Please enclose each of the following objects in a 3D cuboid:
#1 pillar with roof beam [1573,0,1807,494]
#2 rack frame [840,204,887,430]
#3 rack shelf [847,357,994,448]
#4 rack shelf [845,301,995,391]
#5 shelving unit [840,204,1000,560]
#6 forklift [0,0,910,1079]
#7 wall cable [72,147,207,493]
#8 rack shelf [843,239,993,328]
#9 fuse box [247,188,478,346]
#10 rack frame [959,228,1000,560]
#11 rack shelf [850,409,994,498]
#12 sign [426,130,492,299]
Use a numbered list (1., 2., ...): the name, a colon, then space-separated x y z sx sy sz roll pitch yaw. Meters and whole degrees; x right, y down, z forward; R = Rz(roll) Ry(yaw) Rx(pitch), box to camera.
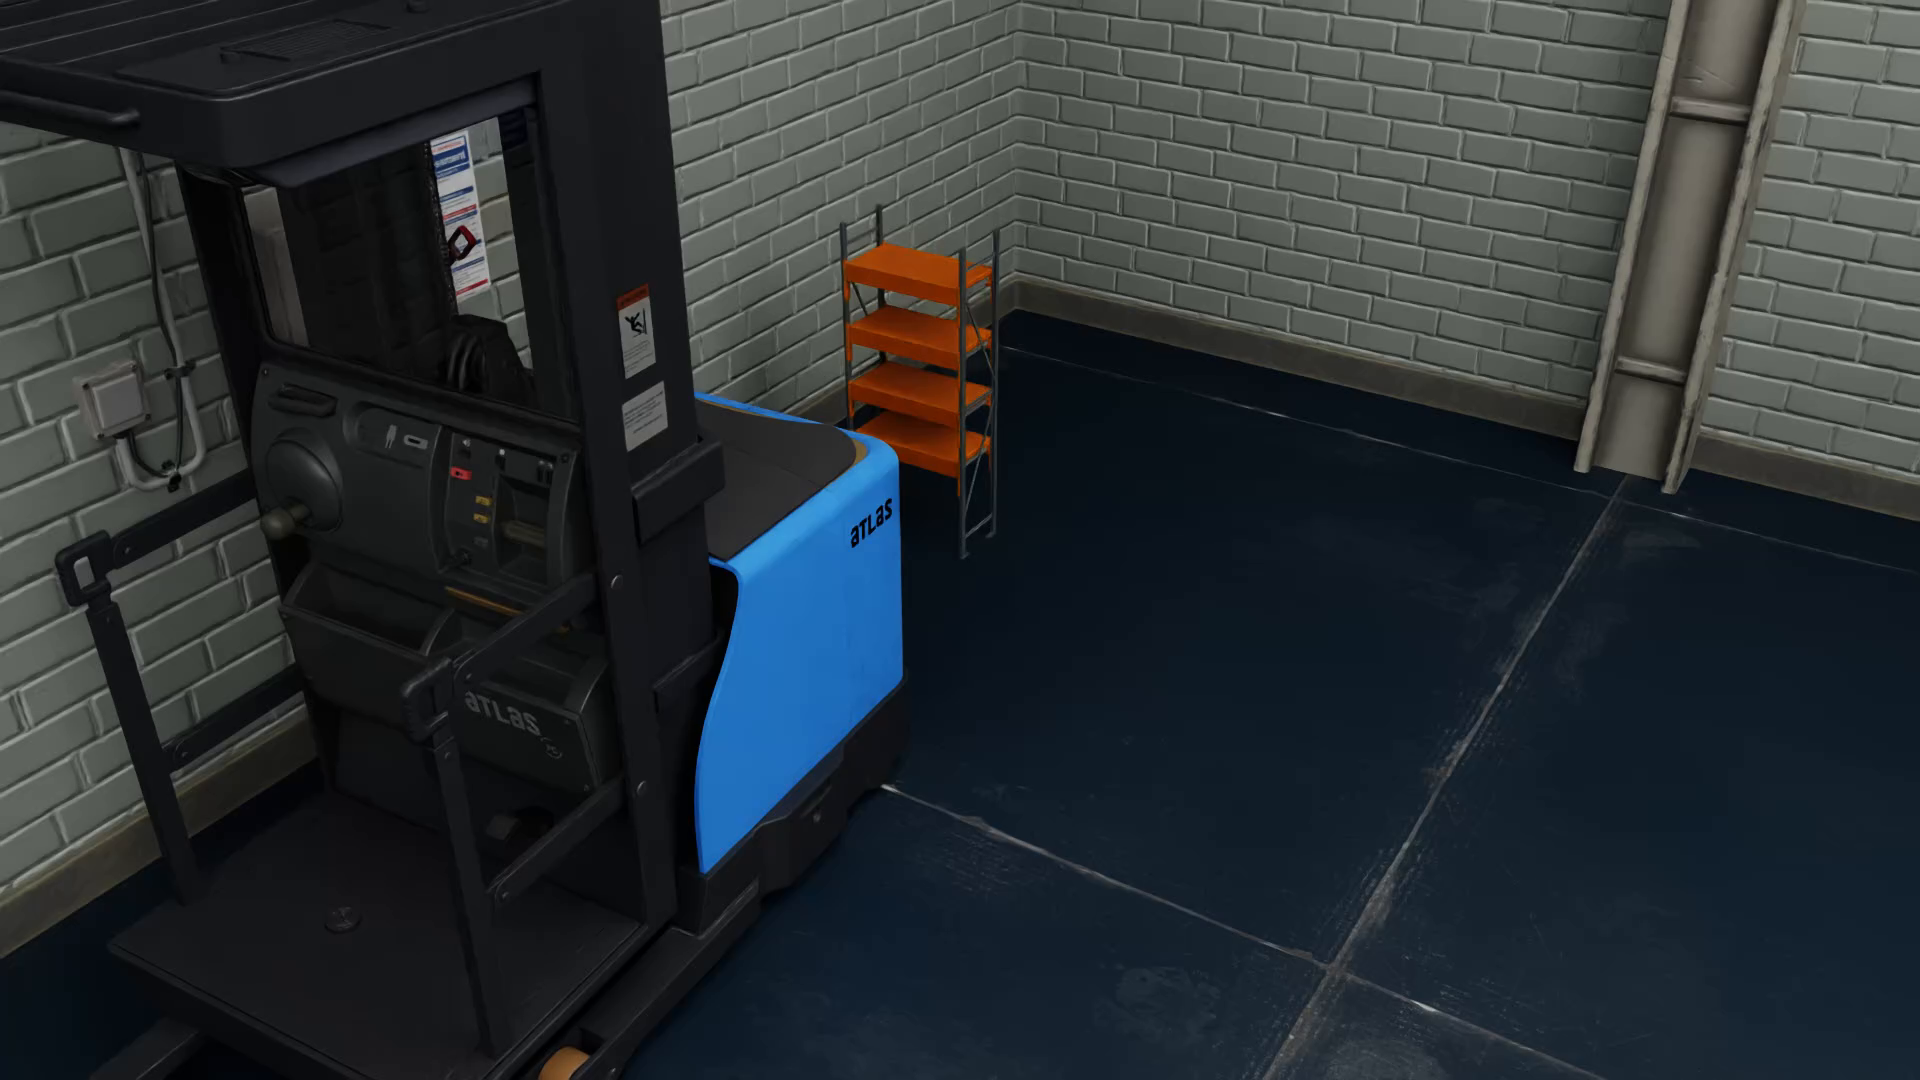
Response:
1. pillar with roof beam: 0.442 -2.346 1.342 0.400 9.000 9.100 18 35 27
2. rack frame: -0.347 -0.628 6.136 0.015 1.200 0.240 18 35 27
3. rack shelf: -0.140 -0.504 6.058 0.480 0.148 0.258 18 35 27
4. rack shelf: -0.140 -0.698 5.945 0.480 0.148 0.258 18 35 27
5. shelving unit: -0.140 -0.563 6.024 0.503 1.200 0.258 18 35 27
6. forklift: -1.310 -0.080 3.478 1.130 2.935 3.031 16 34 25
7. wall cable: -2.144 -0.914 3.831 0.122 1.984 0.588 18 35 27
8. rack shelf: -0.140 -0.902 5.826 0.480 0.148 0.258 18 35 27
9. fuse box: -1.648 -0.167 4.839 0.414 1.711 0.539 18 35 27
10. rack frame: 0.066 -0.497 5.912 0.015 1.200 0.240 18 35 27
11. rack shelf: -0.140 -0.333 6.158 0.480 0.148 0.258 18 35 27
12. sign: -1.561 -0.949 4.995 0.001 0.494 0.329 18 35 27
